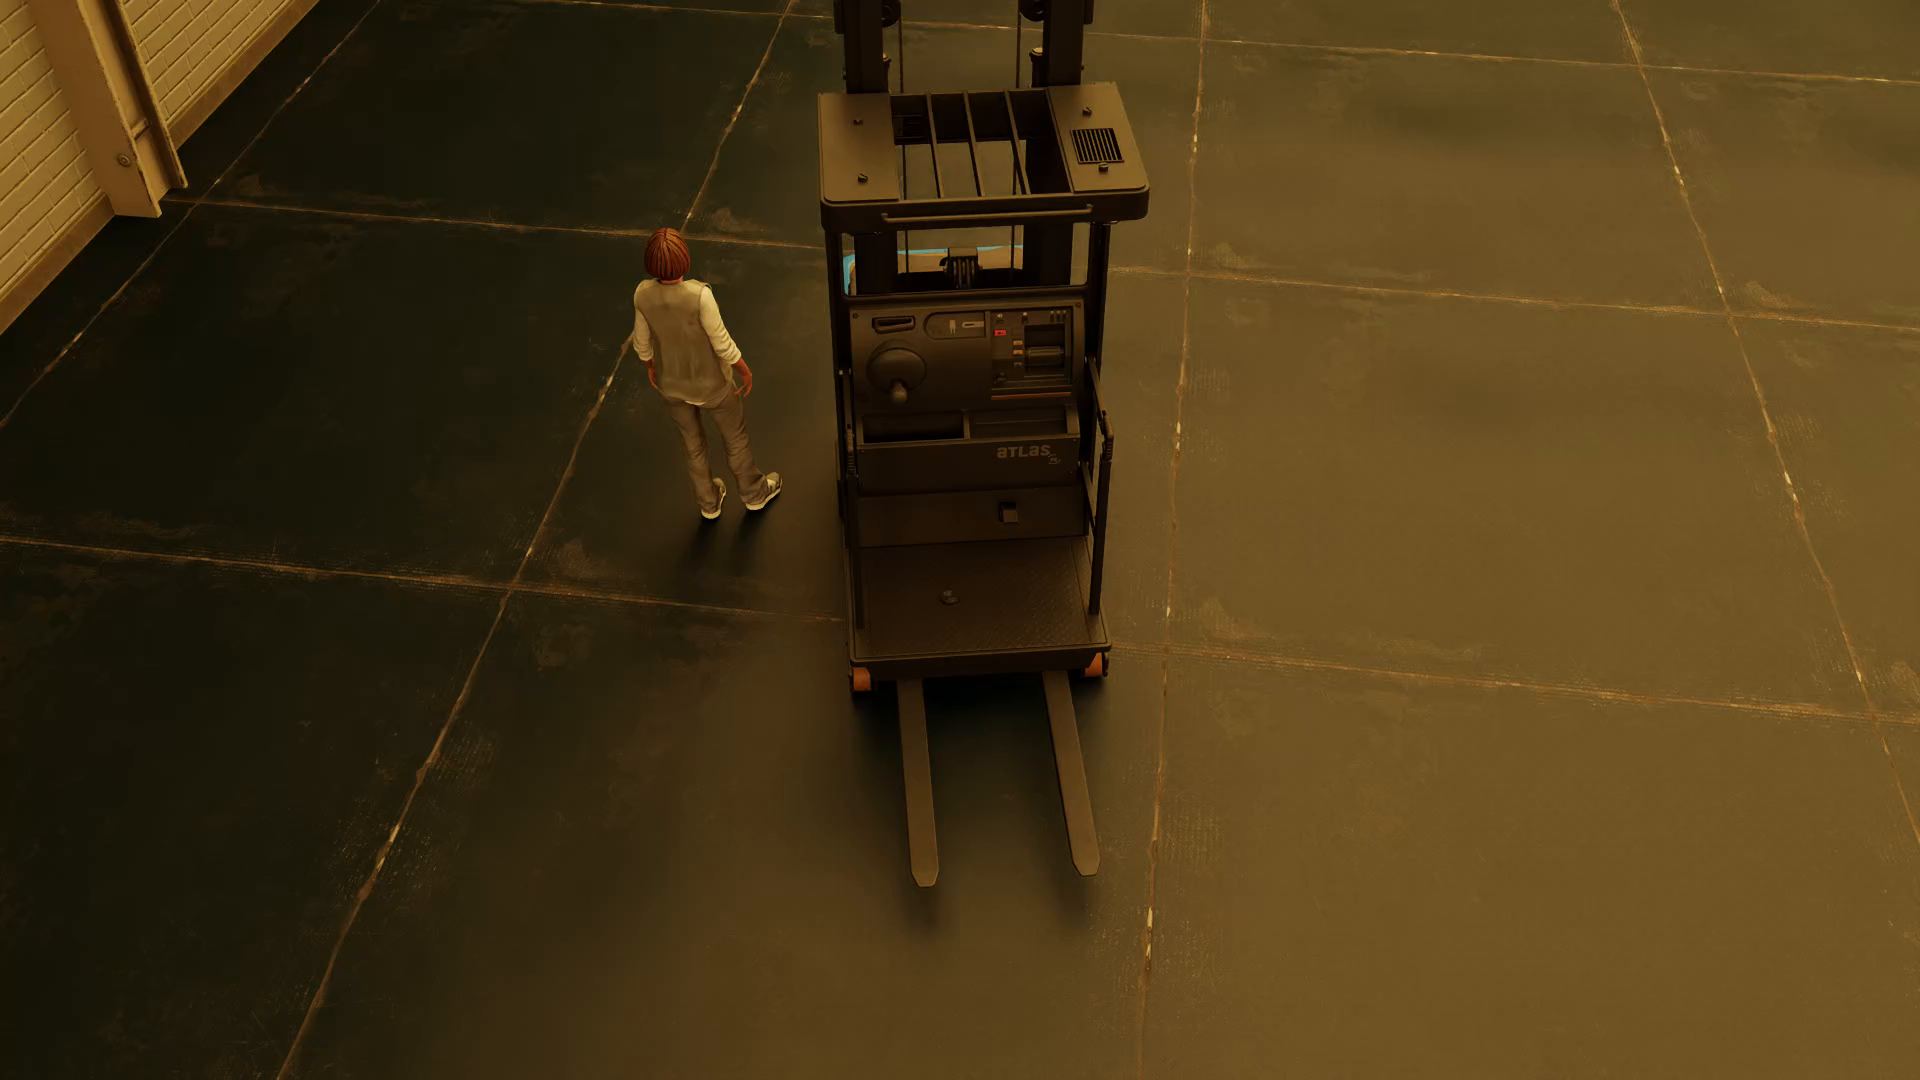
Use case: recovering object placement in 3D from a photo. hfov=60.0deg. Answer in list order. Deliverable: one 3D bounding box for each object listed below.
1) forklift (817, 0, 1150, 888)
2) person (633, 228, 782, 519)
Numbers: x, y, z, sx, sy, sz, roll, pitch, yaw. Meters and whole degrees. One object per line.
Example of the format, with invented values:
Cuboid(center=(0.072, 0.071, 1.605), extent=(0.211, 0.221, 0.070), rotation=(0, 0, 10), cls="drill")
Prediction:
Cuboid(center=(0.051, -0.668, 6.451), extent=(1.130, 2.935, 3.031), rotation=(-3, 43, -4), cls="forklift")
Cuboid(center=(-1.165, -0.762, 7.530), extent=(0.520, 1.596, 0.476), rotation=(9, 43, 9), cls="person")
